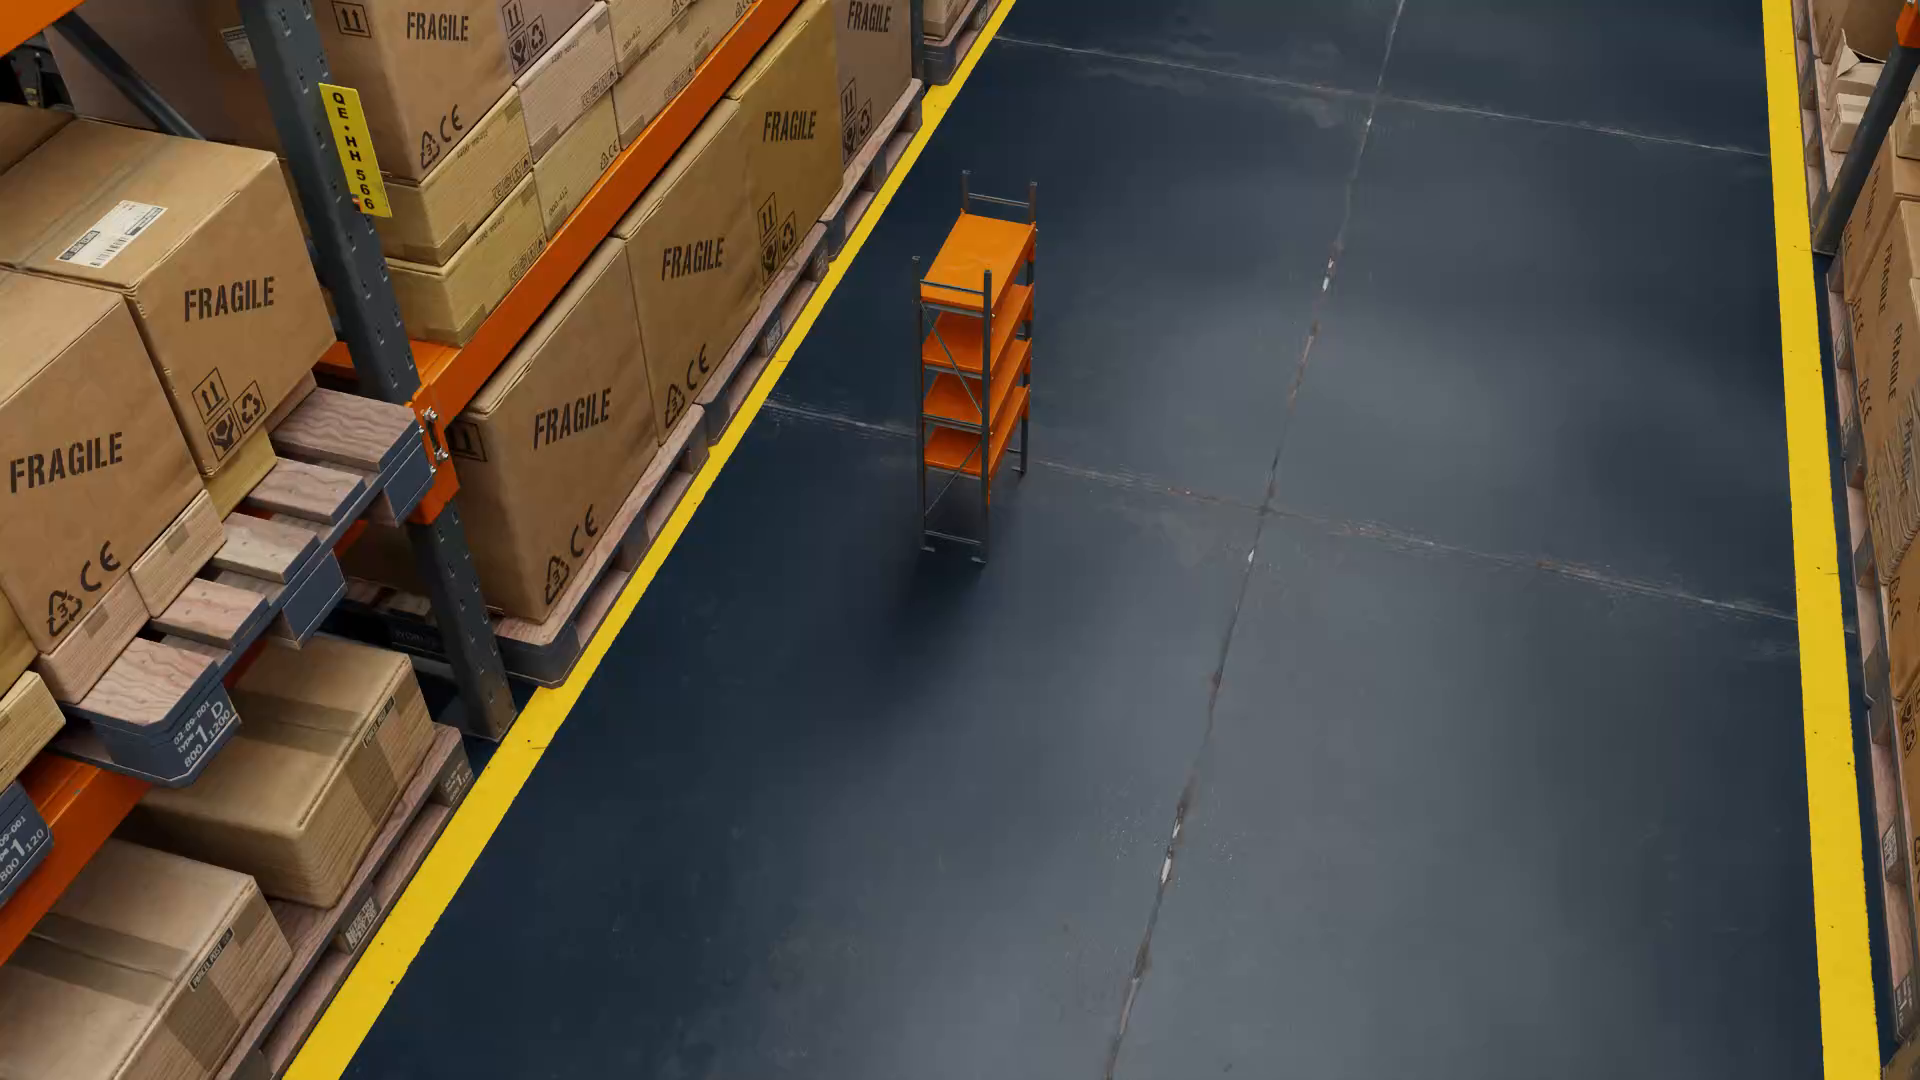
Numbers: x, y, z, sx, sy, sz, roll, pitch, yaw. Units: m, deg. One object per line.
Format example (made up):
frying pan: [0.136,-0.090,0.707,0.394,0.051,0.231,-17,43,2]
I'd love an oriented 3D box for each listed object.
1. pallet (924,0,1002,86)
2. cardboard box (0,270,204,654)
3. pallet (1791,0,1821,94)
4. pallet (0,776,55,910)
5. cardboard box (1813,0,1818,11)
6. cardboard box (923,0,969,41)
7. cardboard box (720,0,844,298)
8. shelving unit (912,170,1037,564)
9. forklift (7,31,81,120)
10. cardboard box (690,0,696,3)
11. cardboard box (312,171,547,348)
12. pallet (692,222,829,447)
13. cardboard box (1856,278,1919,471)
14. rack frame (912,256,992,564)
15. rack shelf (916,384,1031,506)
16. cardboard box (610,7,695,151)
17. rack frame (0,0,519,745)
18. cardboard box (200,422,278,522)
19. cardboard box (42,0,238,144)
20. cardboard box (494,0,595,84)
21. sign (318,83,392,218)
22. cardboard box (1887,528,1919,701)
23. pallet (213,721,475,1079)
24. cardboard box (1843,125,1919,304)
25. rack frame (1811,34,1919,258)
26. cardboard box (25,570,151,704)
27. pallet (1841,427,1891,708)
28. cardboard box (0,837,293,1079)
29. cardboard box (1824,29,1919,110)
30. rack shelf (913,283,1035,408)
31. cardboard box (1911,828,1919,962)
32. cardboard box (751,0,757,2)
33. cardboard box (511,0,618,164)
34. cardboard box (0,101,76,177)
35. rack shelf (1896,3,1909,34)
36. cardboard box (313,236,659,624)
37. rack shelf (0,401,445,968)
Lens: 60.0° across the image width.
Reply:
pallet: [-0.357,-2.750,8.410,1.003,0.211,1.213,13,46,13]
cardboard box: [-1.892,-0.174,3.198,0.500,0.500,0.500,12,46,12]
pallet: [4.646,-2.484,8.138,1.003,0.211,1.213,13,46,13]
pallet: [-2.434,0.806,2.918,1.003,0.211,1.213,13,46,13]
cardboard box: [4.454,-2.850,8.005,0.500,0.500,0.500,13,46,13]
cardboard box: [-0.370,-2.887,8.087,0.875,0.438,0.875,12,46,12]
cardboard box: [-1.040,-1.613,6.473,0.875,0.875,0.875,14,46,14]
shelving unit: [0.050,-0.539,5.443,0.258,1.200,0.503,13,46,13]
forklift: [-3.132,-1.327,5.010,1.130,2.935,3.031,14,46,14]
cardboard box: [-0.998,-2.010,5.409,0.500,0.250,0.500,13,46,13]
cardboard box: [-1.485,-0.810,4.540,0.500,0.250,0.500,12,46,12]
pallet: [-1.192,-0.914,6.533,1.003,0.211,1.213,13,46,13]
cardboard box: [3.402,-0.501,5.604,0.500,0.500,0.500,11,45,11]
rack frame: [-0.024,-0.377,5.277,0.240,1.200,0.015,13,46,13]
rack shelf: [0.050,-0.349,5.629,0.258,0.148,0.480,13,46,13]
cardboard box: [-1.182,-1.504,5.250,0.500,0.250,0.500,14,46,14]
rack frame: [-1.873,-0.590,4.209,1.000,3.000,0.127,13,46,13]
cardboard box: [-1.761,-0.188,3.677,0.380,0.149,0.250,13,46,13]
cardboard box: [-1.966,-1.383,4.233,0.500,0.500,0.500,11,46,11]
cardboard box: [-1.350,-1.593,4.447,0.500,0.500,0.500,13,46,13]
sign: [-1.353,-0.867,3.720,0.100,0.325,0.005,13,46,13]
cardboard box: [3.099,0.194,4.894,0.500,0.500,0.500,14,46,14]
pallet: [-2.111,0.927,4.652,1.003,0.211,1.213,13,46,13]
cardboard box: [3.709,-1.190,6.308,0.500,0.500,0.500,14,46,14]
rack frame: [4.070,-2.208,5.861,1.000,3.000,0.127,13,46,13]
cardboard box: [-1.878,0.155,3.326,0.380,0.149,0.250,11,45,11]
pallet: [3.492,0.155,5.441,1.003,0.211,1.213,13,46,13]
cardboard box: [-2.270,1.067,4.094,0.950,0.372,0.625,12,46,12]
cardboard box: [4.067,-2.052,7.357,0.396,0.266,0.258,14,46,14]
rack shelf: [0.050,-0.651,5.334,0.258,0.148,0.480,13,46,13]
cardboard box: [2.782,0.874,4.199,0.500,0.500,0.500,14,46,14]
cardboard box: [-0.884,-2.179,5.939,0.500,0.250,0.500,11,46,11]
cardboard box: [-1.327,-1.345,4.730,0.500,0.250,0.500,14,46,13]
cardboard box: [-2.230,-0.632,3.666,0.500,0.500,0.500,11,46,11]
rack shelf: [4.675,-3.284,7.475,1.077,0.370,4.000,13,46,13]
cardboard box: [-1.585,-0.424,5.257,0.875,0.875,0.875,12,46,12]
rack shelf: [-2.479,1.000,3.098,1.077,0.370,4.000,13,46,13]
